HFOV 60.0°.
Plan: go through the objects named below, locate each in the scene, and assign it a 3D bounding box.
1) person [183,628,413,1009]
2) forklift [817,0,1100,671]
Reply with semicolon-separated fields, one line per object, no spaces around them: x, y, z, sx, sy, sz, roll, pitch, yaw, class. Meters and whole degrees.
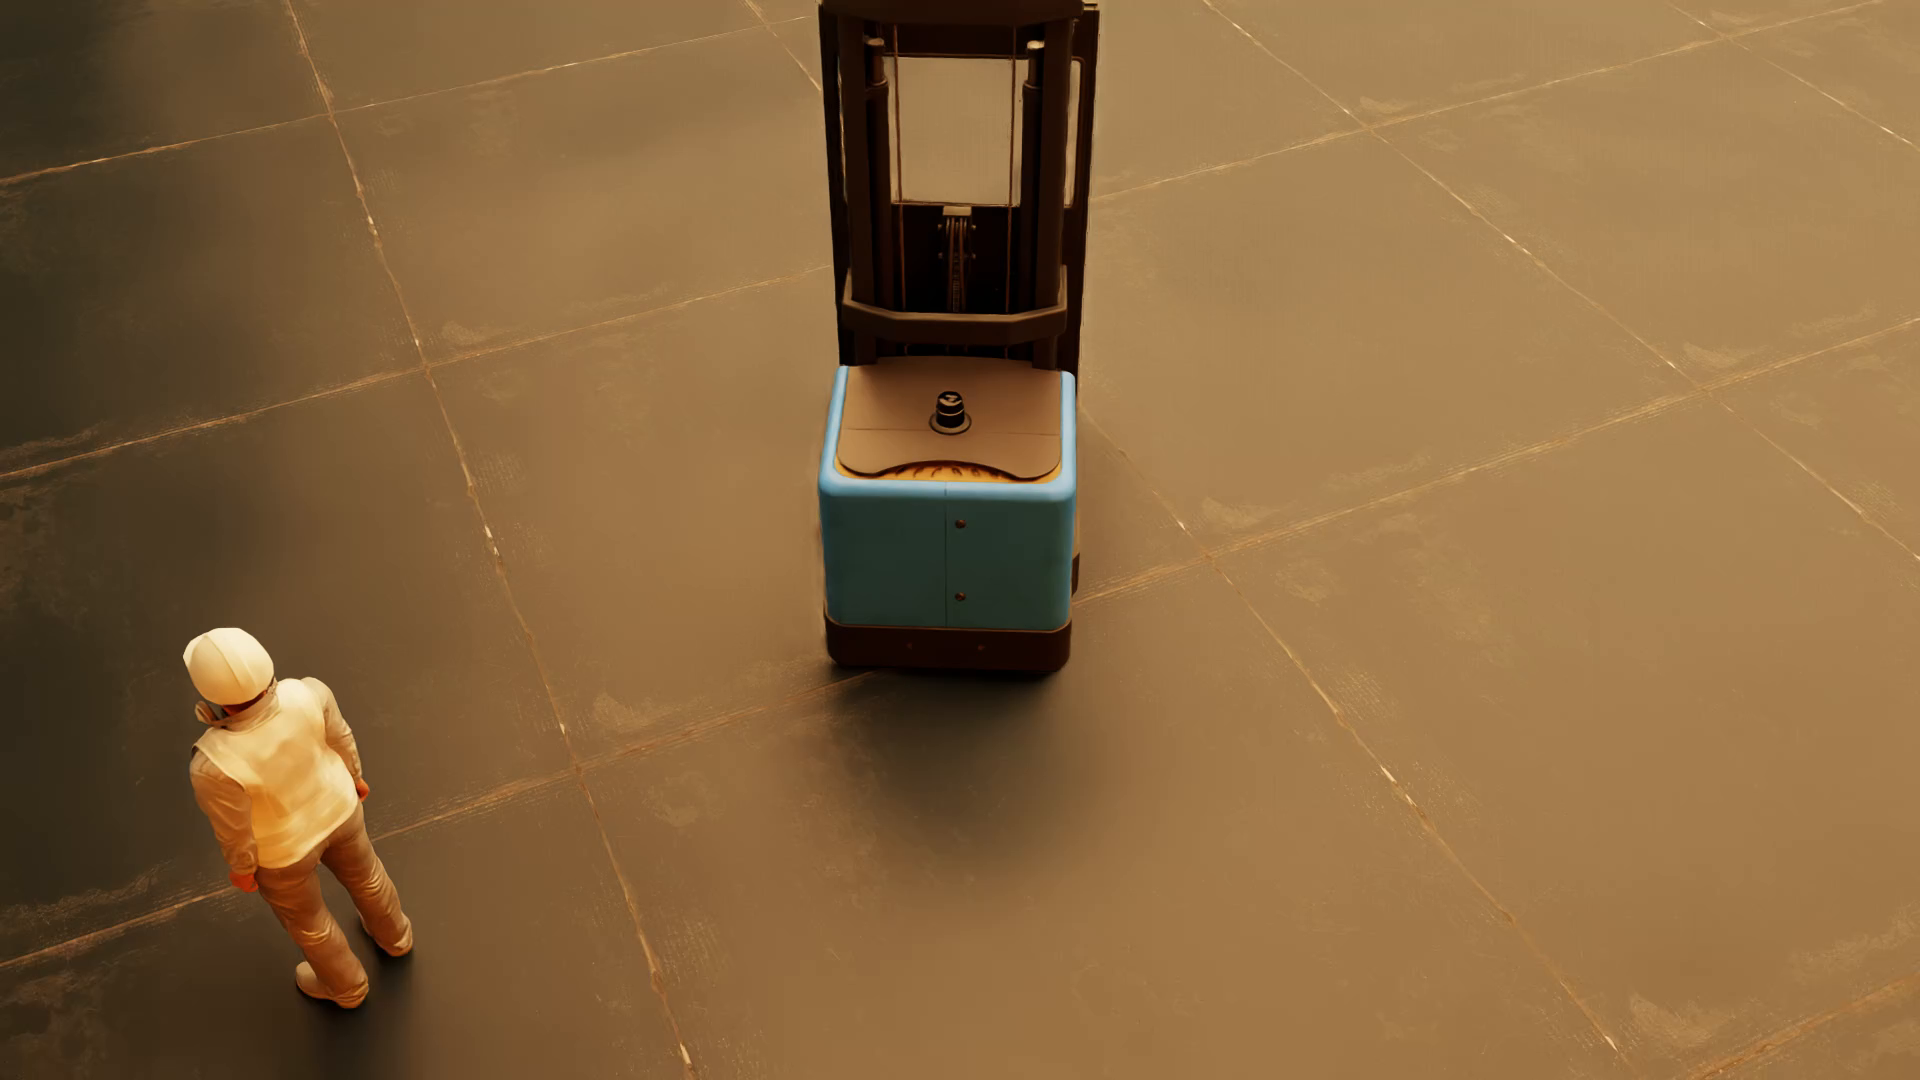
-2.221;0.928;5.535;0.365;1.777;0.538;25;48;24;person
0.006;-1.501;7.288;1.130;2.935;3.031;2;43;2;forklift
